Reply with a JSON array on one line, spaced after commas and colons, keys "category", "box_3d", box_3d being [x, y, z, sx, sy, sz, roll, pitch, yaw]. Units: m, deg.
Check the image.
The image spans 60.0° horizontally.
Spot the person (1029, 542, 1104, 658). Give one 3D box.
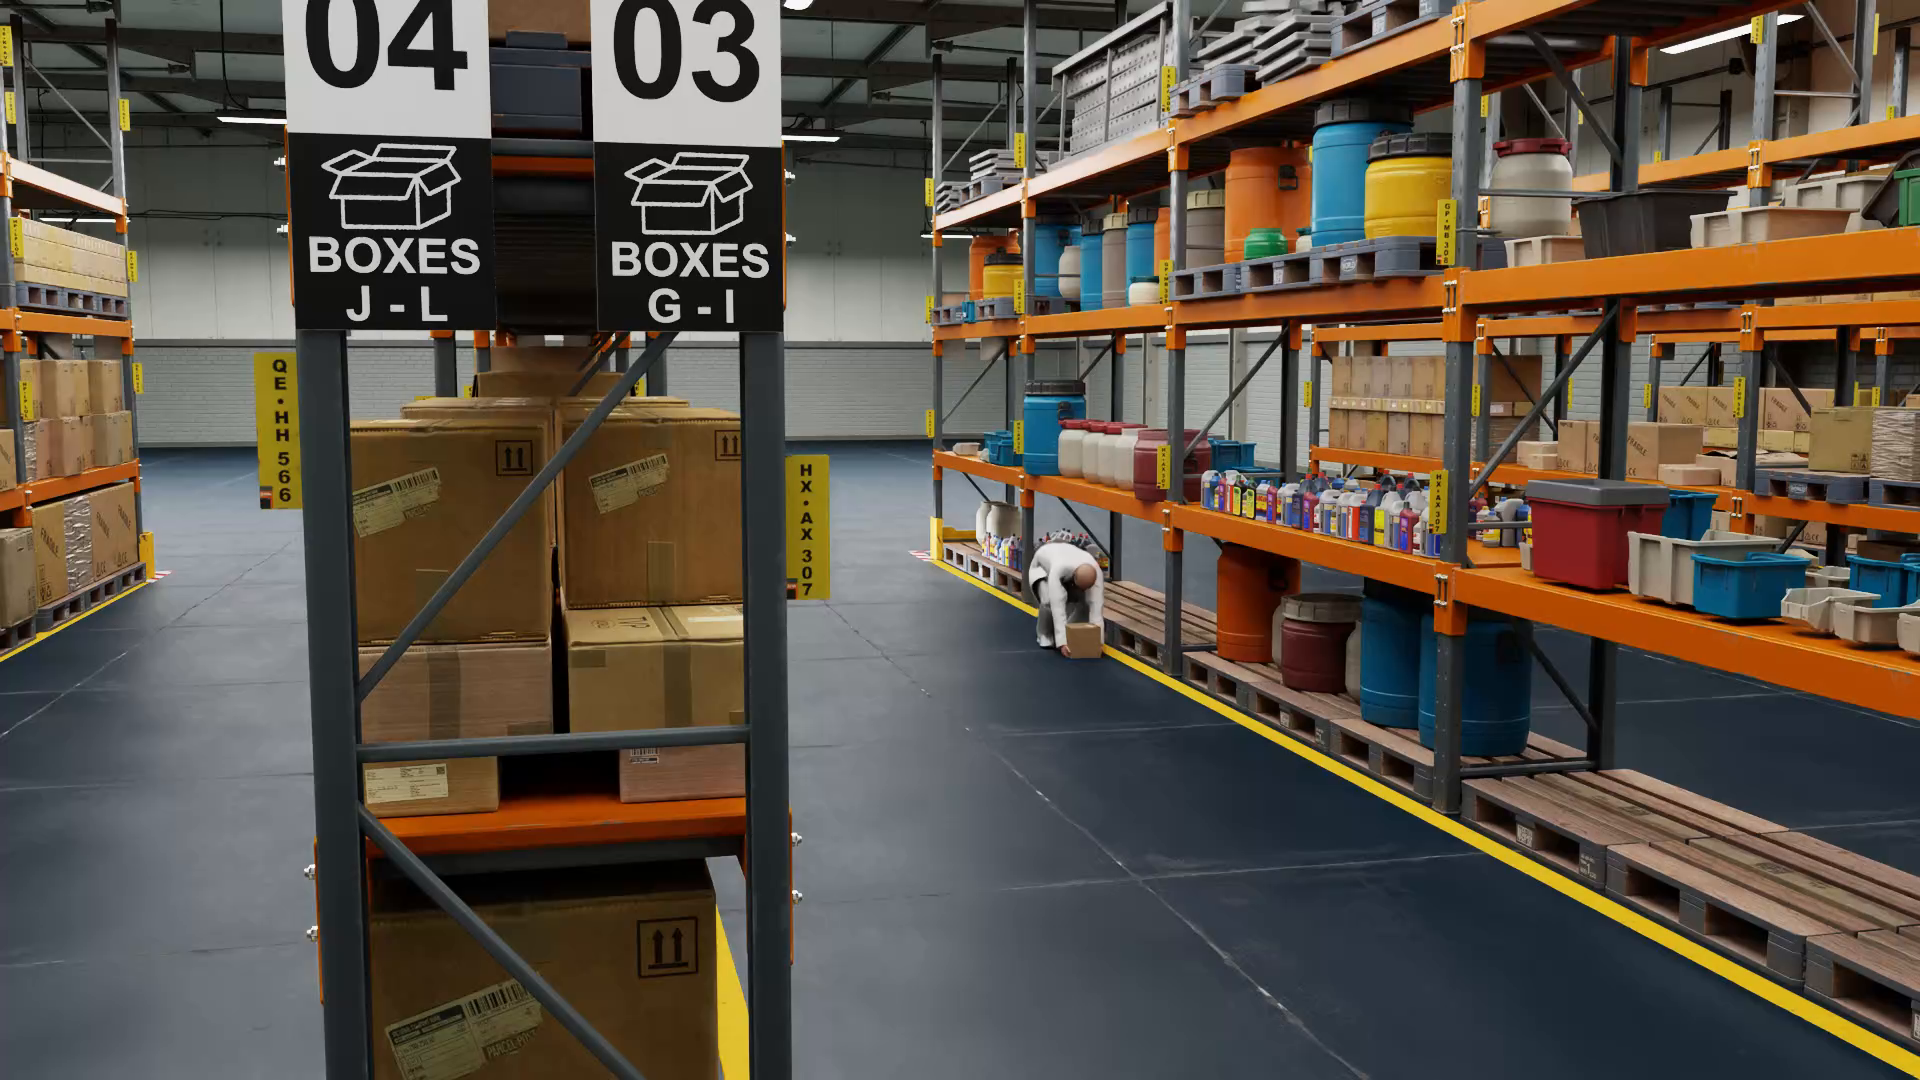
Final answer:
[{"category": "person", "box_3d": [0.894, 0.480, 13.756, 0.591, 0.885, 0.957, -2, 6, -16]}]
